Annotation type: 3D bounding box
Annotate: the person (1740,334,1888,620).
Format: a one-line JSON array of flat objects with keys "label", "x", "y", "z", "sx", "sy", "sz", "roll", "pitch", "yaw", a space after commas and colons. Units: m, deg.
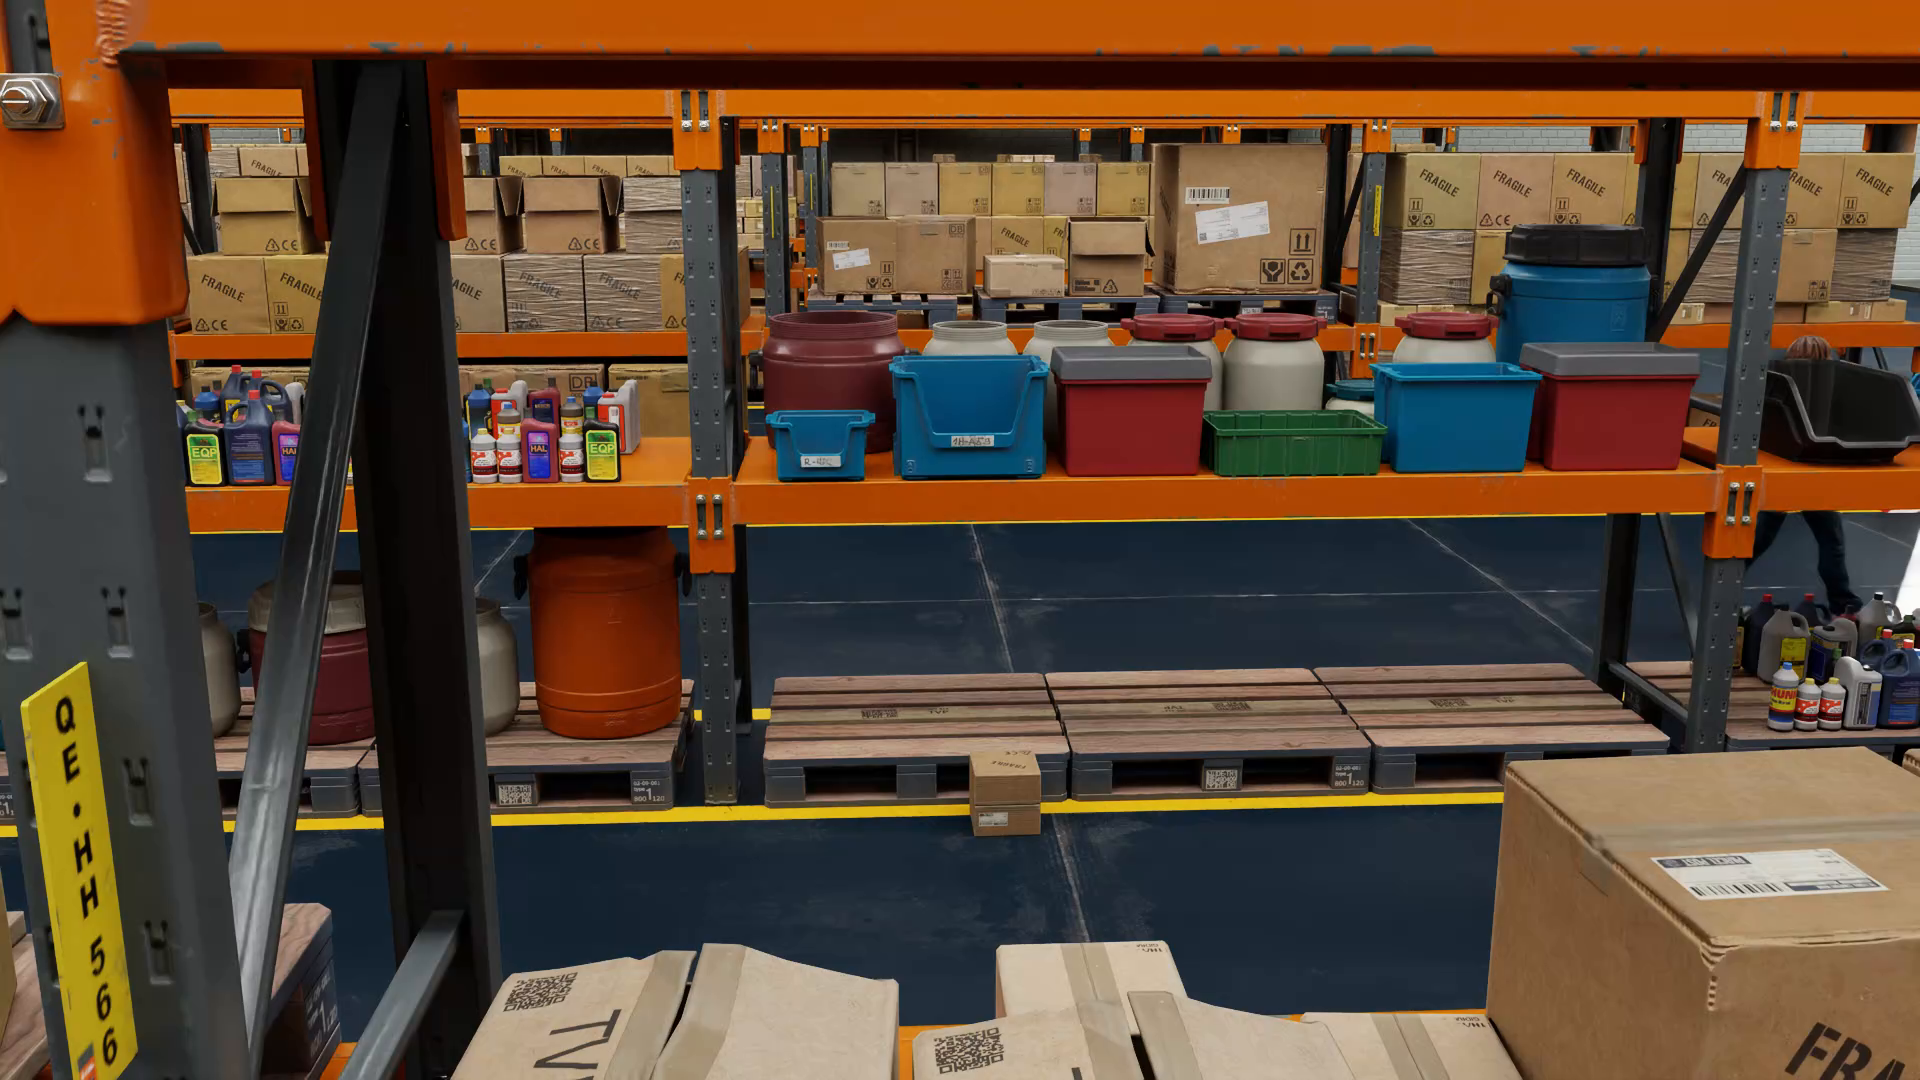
[{"label": "person", "x": 4.462, "y": -0.315, "z": 8.754, "sx": 0.943, "sy": 1.536, "sz": 0.412, "roll": -1, "pitch": 14, "yaw": -4}]
